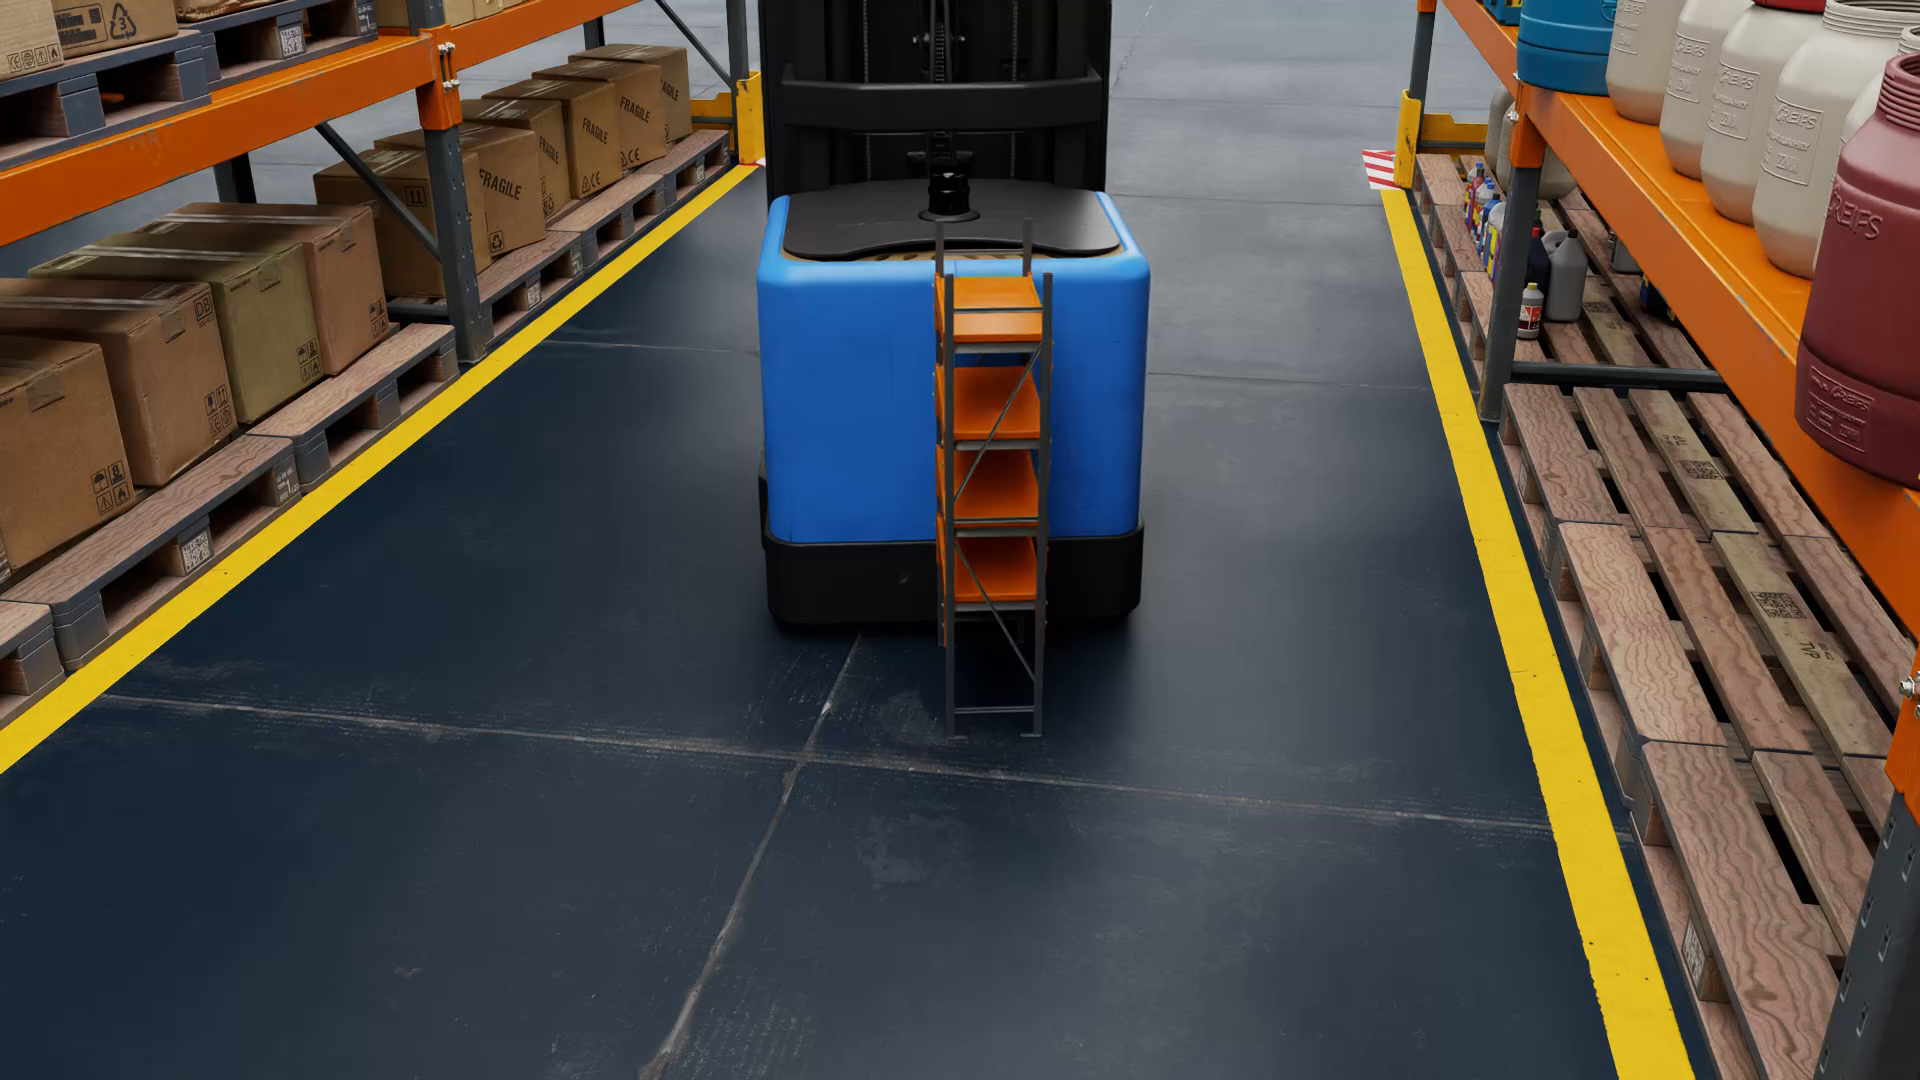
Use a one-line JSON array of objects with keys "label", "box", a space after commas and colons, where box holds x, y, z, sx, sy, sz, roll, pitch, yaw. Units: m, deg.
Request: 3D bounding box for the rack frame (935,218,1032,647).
[{"label": "rack frame", "box": [0.059, -0.251, 4.371, 0.240, 1.200, 0.015, -1, 25, -3]}]

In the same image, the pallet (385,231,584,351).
[{"label": "pallet", "box": [-2.378, -1.144, 7.445, 1.003, 0.211, 1.213, 4, 25, 9]}]

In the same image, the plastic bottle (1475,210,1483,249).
[{"label": "plastic bottle", "box": [2.395, -1.422, 7.531, 0.097, 0.201, 0.097, 0, 25, 0]}]

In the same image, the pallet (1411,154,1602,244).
[{"label": "pallet", "box": [2.983, -1.816, 8.880, 1.003, 0.211, 1.213, 4, 25, 9]}]

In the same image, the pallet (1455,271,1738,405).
[{"label": "pallet", "box": [2.584, -0.795, 6.700, 1.003, 0.211, 1.213, 4, 25, 9]}]

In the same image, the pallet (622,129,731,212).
[{"label": "pallet", "box": [-1.980, -2.164, 9.625, 1.003, 0.211, 1.213, 4, 25, 9]}]

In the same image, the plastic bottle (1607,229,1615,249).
[{"label": "plastic bottle", "box": [3.002, -1.426, 7.540, 0.097, 0.201, 0.097, 0, 25, 0]}]

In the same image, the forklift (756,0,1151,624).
[{"label": "forklift", "box": [-0.091, -1.681, 5.385, 1.130, 2.935, 3.031, -1, 25, -3]}]

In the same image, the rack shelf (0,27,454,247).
[{"label": "rack shelf", "box": [-2.780, -0.961, 4.614, 1.077, 0.370, 4.000, 4, 25, 9]}]

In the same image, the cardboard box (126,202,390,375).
[{"label": "cardboard box", "box": [-2.575, -0.935, 6.140, 0.700, 0.500, 0.500, 2, 25, 4]}]

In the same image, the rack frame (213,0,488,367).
[{"label": "rack frame", "box": [-2.453, -2.123, 6.248, 1.000, 3.000, 0.127, 4, 25, 9]}]

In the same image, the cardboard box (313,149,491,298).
[{"label": "cardboard box", "box": [-2.348, -1.346, 7.041, 0.500, 0.500, 0.500, 3, 25, 7]}]

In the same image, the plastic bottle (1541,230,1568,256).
[{"label": "plastic bottle", "box": [2.436, -1.116, 6.789, 0.152, 0.276, 0.135, 4, 25, 9]}]

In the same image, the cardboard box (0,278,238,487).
[{"label": "cardboard box", "box": [-2.762, -0.503, 5.216, 0.700, 0.500, 0.500, 2, 25, 4]}]

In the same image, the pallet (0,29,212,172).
[{"label": "pallet", "box": [-2.824, -1.194, 4.490, 1.003, 0.211, 1.213, 4, 25, 9]}]

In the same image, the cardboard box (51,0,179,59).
[{"label": "cardboard box", "box": [-2.645, -1.629, 4.575, 0.797, 0.503, 0.637, 7, 26, 14]}]

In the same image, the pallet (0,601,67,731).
[{"label": "pallet", "box": [-2.978, 0.486, 3.963, 1.003, 0.211, 1.213, 4, 25, 9]}]

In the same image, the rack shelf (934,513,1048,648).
[{"label": "rack shelf", "box": [0.072, 0.093, 4.263, 0.258, 0.148, 0.480, -1, 25, -3]}]

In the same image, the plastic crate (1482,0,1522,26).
[{"label": "plastic crate", "box": [2.346, -2.195, 6.576, 0.499, 0.251, 0.616, 4, 25, 9]}]

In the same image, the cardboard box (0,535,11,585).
[{"label": "cardboard box", "box": [-2.939, -0.032, 4.210, 0.700, 0.500, 0.500, 2, 25, 4]}]

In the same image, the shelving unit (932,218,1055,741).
[{"label": "shelving unit", "box": [0.072, -0.148, 4.151, 0.258, 1.200, 0.503, -1, 25, -3]}]

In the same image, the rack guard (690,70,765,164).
[{"label": "rack guard", "box": [-1.812, -2.633, 10.284, 1.175, 0.500, 0.348, 4, 25, 9]}]

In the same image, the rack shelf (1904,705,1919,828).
[{"label": "rack shelf", "box": [1.453, 1.055, 0.307, 1.077, 0.370, 4.000, 4, 25, 9]}]

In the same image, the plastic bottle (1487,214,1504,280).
[{"label": "plastic bottle", "box": [2.338, -1.285, 7.062, 0.144, 0.351, 0.185, 4, 25, 8]}]

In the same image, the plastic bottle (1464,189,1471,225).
[{"label": "plastic bottle", "box": [2.466, -1.605, 7.923, 0.097, 0.201, 0.097, 0, 25, 0]}]

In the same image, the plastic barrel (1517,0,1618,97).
[{"label": "plastic barrel", "box": [2.071, -1.867, 5.109, 0.600, 0.901, 0.708, 4, 25, 9]}]

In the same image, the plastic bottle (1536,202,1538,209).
[{"label": "plastic bottle", "box": [2.474, -1.315, 7.205, 0.061, 0.283, 0.133, 4, 25, 9]}]

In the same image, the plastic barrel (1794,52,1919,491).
[{"label": "plastic barrel", "box": [1.556, -0.384, 2.372, 0.600, 0.536, 0.708, 4, 25, 9]}]

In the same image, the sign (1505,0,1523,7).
[{"label": "sign", "box": [1.892, -1.948, 5.548, 0.100, 0.325, 0.005, 4, 25, 9]}]

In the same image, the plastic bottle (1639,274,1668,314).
[{"label": "plastic bottle", "box": [2.832, -1.099, 6.665, 0.144, 0.351, 0.185, 4, 25, 9]}]

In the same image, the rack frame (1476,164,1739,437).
[{"label": "rack frame", "box": [2.433, -1.780, 5.515, 1.000, 3.000, 0.127, 4, 25, 9]}]

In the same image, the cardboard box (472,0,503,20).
[{"label": "cardboard box", "box": [-2.068, -2.182, 6.671, 0.380, 0.149, 0.250, 4, 25, 9]}]

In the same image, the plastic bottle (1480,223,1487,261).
[{"label": "plastic bottle", "box": [2.361, -1.336, 7.348, 0.097, 0.201, 0.097, 0, 25, 0]}]

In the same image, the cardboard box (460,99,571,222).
[{"label": "cardboard box", "box": [-2.238, -1.851, 8.120, 0.500, 0.500, 0.500, 2, 25, 4]}]

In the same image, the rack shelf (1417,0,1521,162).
[{"label": "rack shelf", "box": [2.760, -2.291, 7.455, 1.077, 0.370, 4.000, 4, 25, 9]}]

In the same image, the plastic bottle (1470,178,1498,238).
[{"label": "plastic bottle", "box": [2.427, -1.537, 7.694, 0.097, 0.271, 0.097, 0, 25, 0]}]

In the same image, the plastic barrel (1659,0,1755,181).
[{"label": "plastic barrel", "box": [1.941, -1.150, 4.008, 0.433, 0.535, 0.433, 0, 25, 0]}]

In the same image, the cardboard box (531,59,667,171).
[{"label": "cardboard box", "box": [-1.982, -2.342, 9.169, 0.500, 0.500, 0.500, 11, 27, 22]}]

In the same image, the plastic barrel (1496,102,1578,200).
[{"label": "plastic barrel", "box": [2.973, -2.027, 8.480, 0.421, 0.512, 0.421, 0, 25, 0]}]

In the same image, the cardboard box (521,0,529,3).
[{"label": "cardboard box", "box": [-2.023, -2.394, 7.123, 0.380, 0.149, 0.250, 4, 25, 9]}]

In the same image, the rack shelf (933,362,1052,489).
[{"label": "rack shelf", "box": [0.072, -0.290, 4.084, 0.258, 0.148, 0.480, -1, 25, -3]}]

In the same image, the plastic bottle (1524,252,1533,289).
[{"label": "plastic bottle", "box": [2.186, -0.973, 6.476, 0.061, 0.283, 0.133, 5, 26, 11]}]

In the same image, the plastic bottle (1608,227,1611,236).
[{"label": "plastic bottle", "box": [3.046, -1.527, 7.660, 0.061, 0.283, 0.133, 4, 25, 9]}]

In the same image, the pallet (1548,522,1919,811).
[{"label": "pallet", "box": [2.146, 0.325, 4.306, 1.003, 0.211, 1.213, 4, 25, 9]}]

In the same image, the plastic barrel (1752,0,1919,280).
[{"label": "plastic barrel", "box": [1.806, -0.779, 3.245, 0.421, 0.512, 0.421, 0, 25, 0]}]
